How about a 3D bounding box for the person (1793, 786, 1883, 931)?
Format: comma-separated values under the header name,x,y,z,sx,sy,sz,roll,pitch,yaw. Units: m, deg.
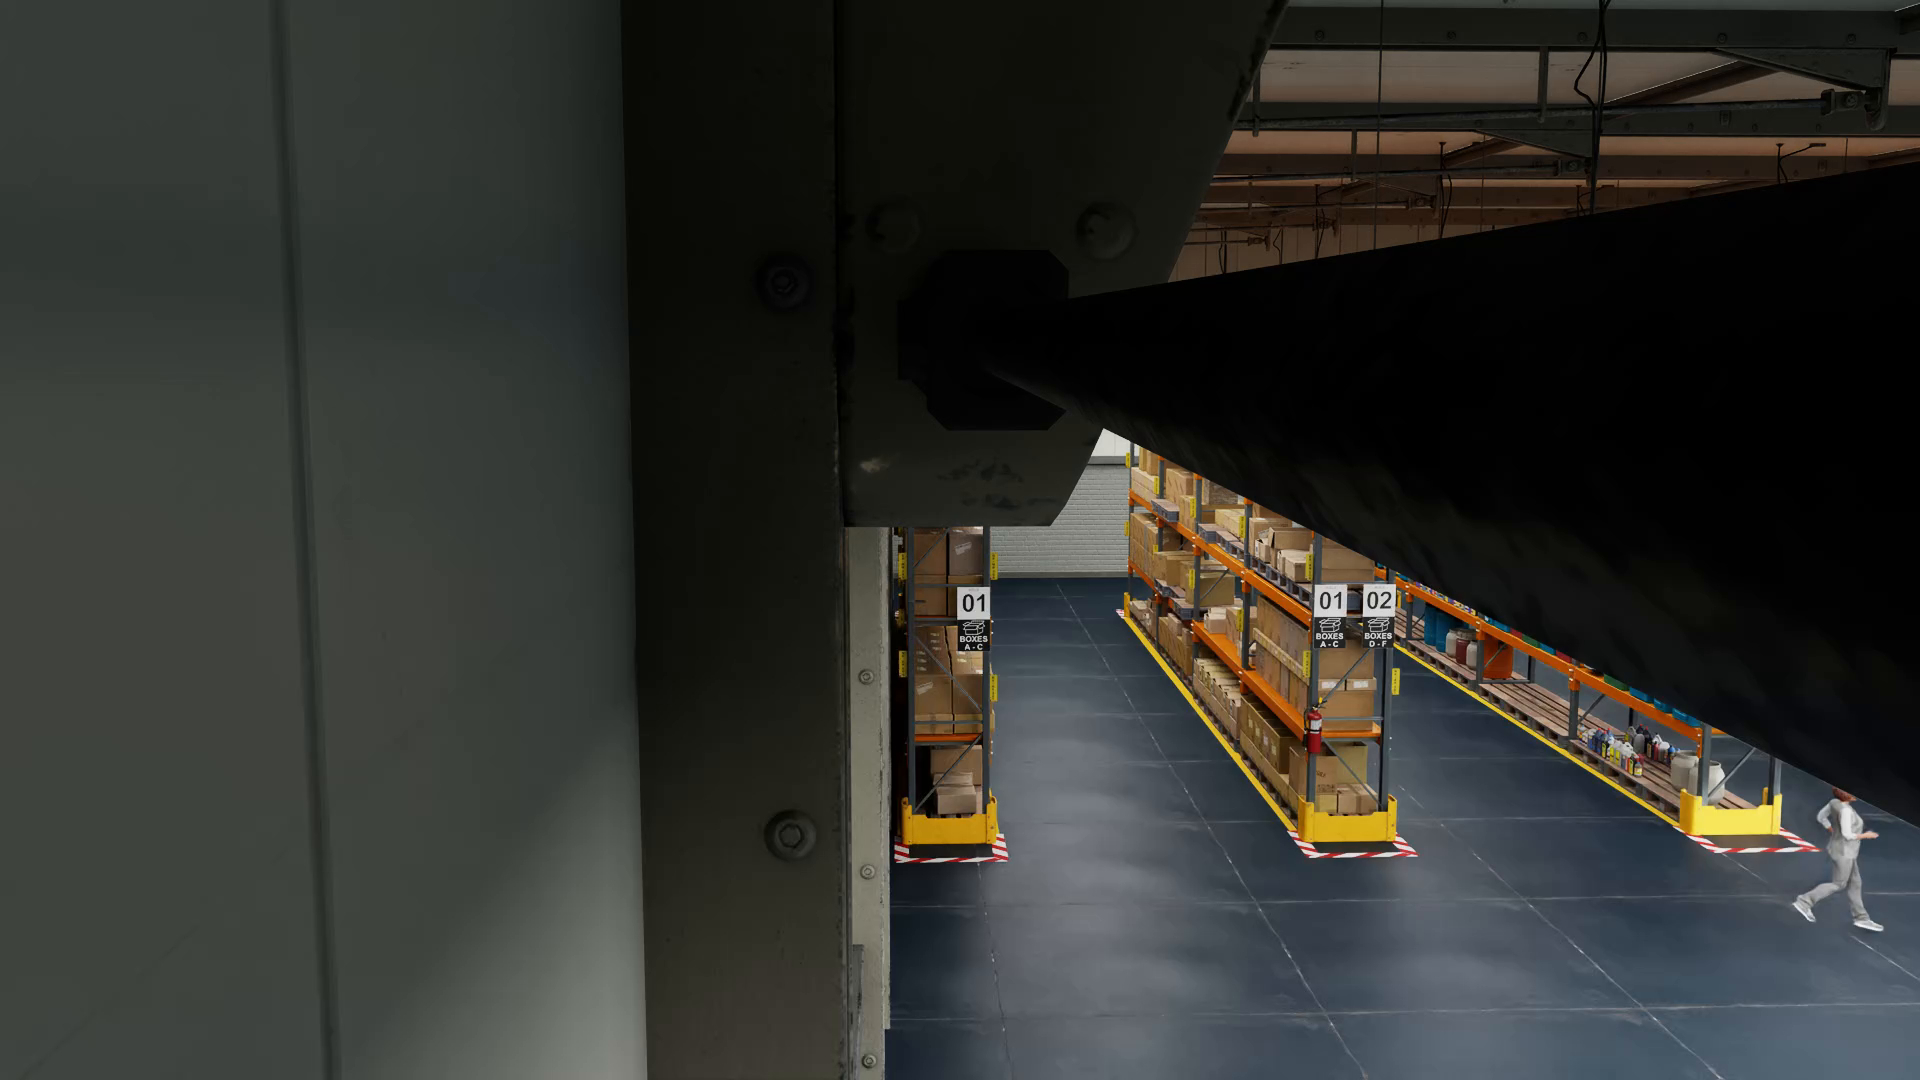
name,x,y,z,sx,sy,sz,roll,pitch,yaw
person,9.234,3.289,17.403,0.873,1.580,0.545,2,8,19
